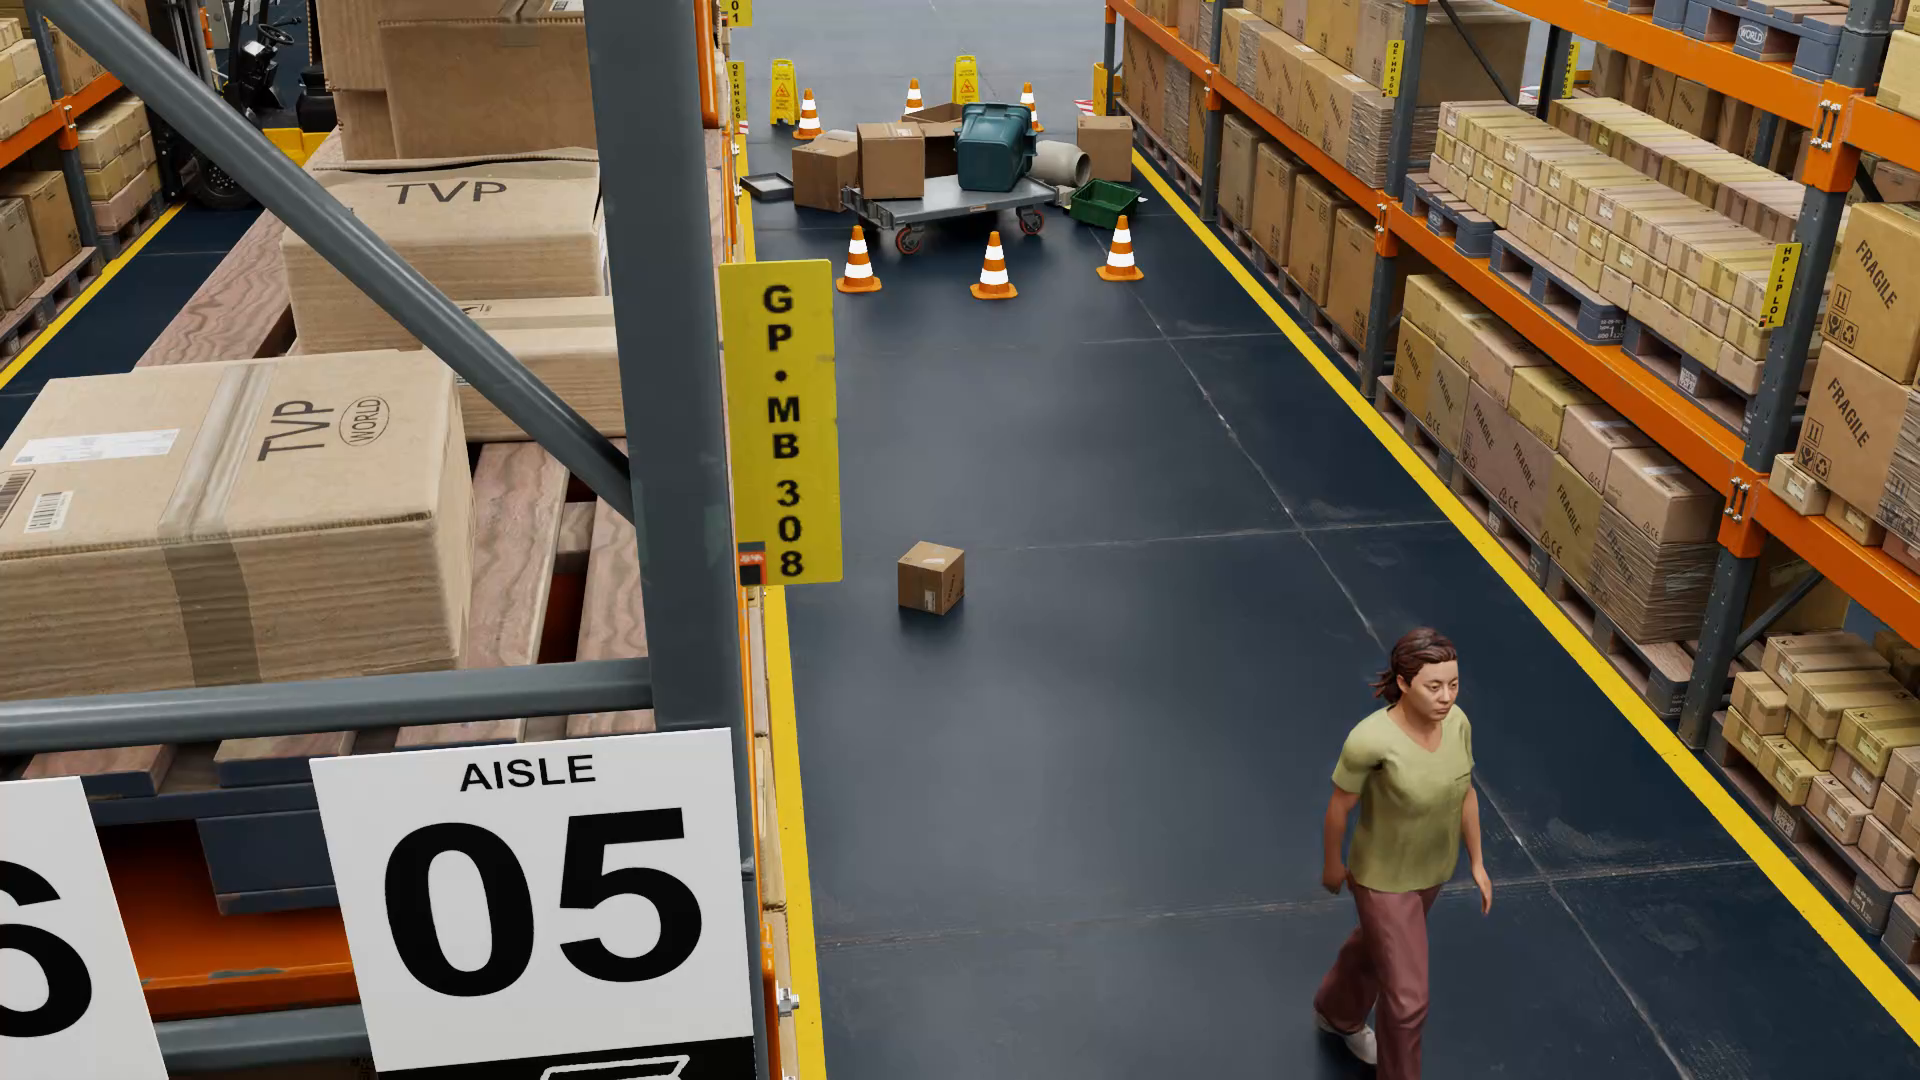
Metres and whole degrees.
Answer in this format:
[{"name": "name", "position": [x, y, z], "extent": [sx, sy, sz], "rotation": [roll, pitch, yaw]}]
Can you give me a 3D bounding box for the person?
[{"name": "person", "position": [1.395, 1.064, 5.066], "extent": [0.454, 1.703, 0.714], "rotation": [-14, 31, -26]}]
